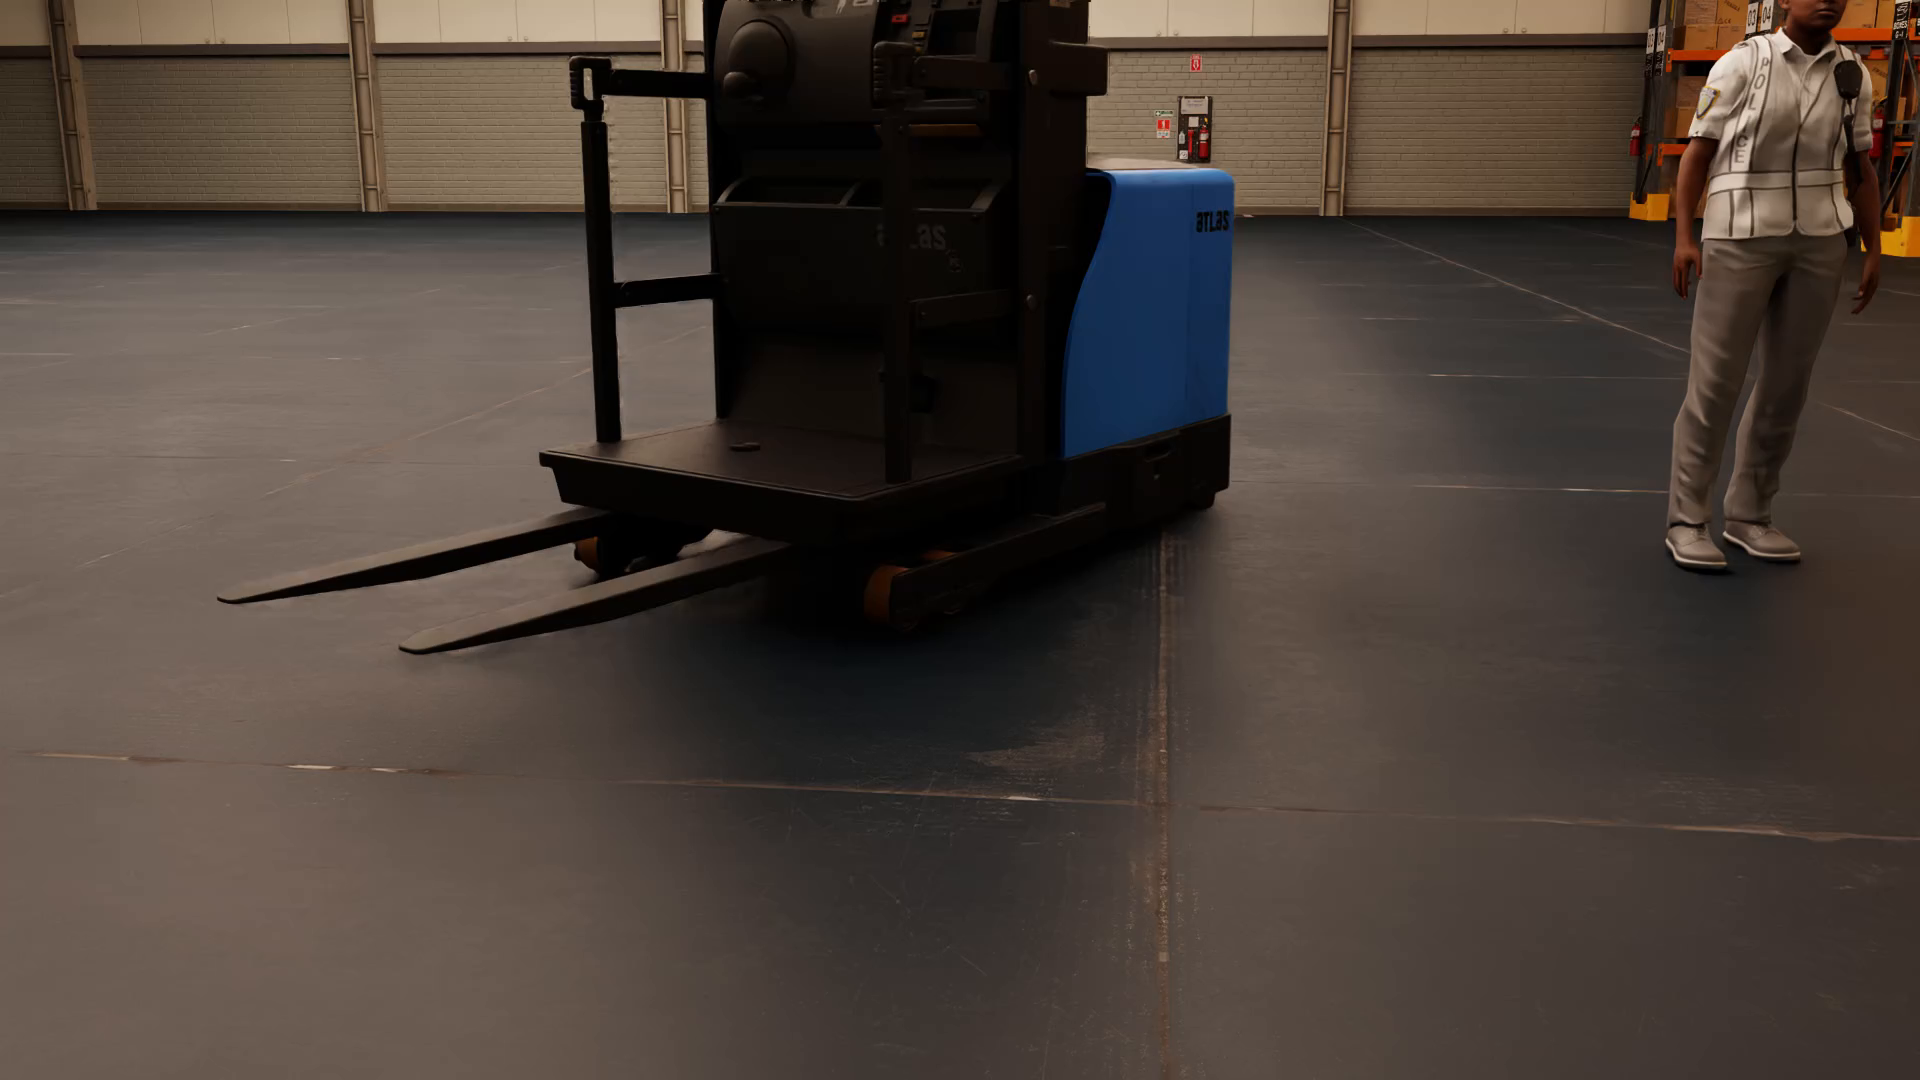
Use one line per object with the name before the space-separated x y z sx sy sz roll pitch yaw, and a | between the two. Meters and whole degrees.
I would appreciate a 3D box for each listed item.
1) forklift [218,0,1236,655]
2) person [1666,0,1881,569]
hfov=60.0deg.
forklift | -0.396 -1.327 4.186 1.130 2.935 3.031 9 16 34
person | 2.269 -0.786 4.581 0.568 1.697 0.523 1 13 2
